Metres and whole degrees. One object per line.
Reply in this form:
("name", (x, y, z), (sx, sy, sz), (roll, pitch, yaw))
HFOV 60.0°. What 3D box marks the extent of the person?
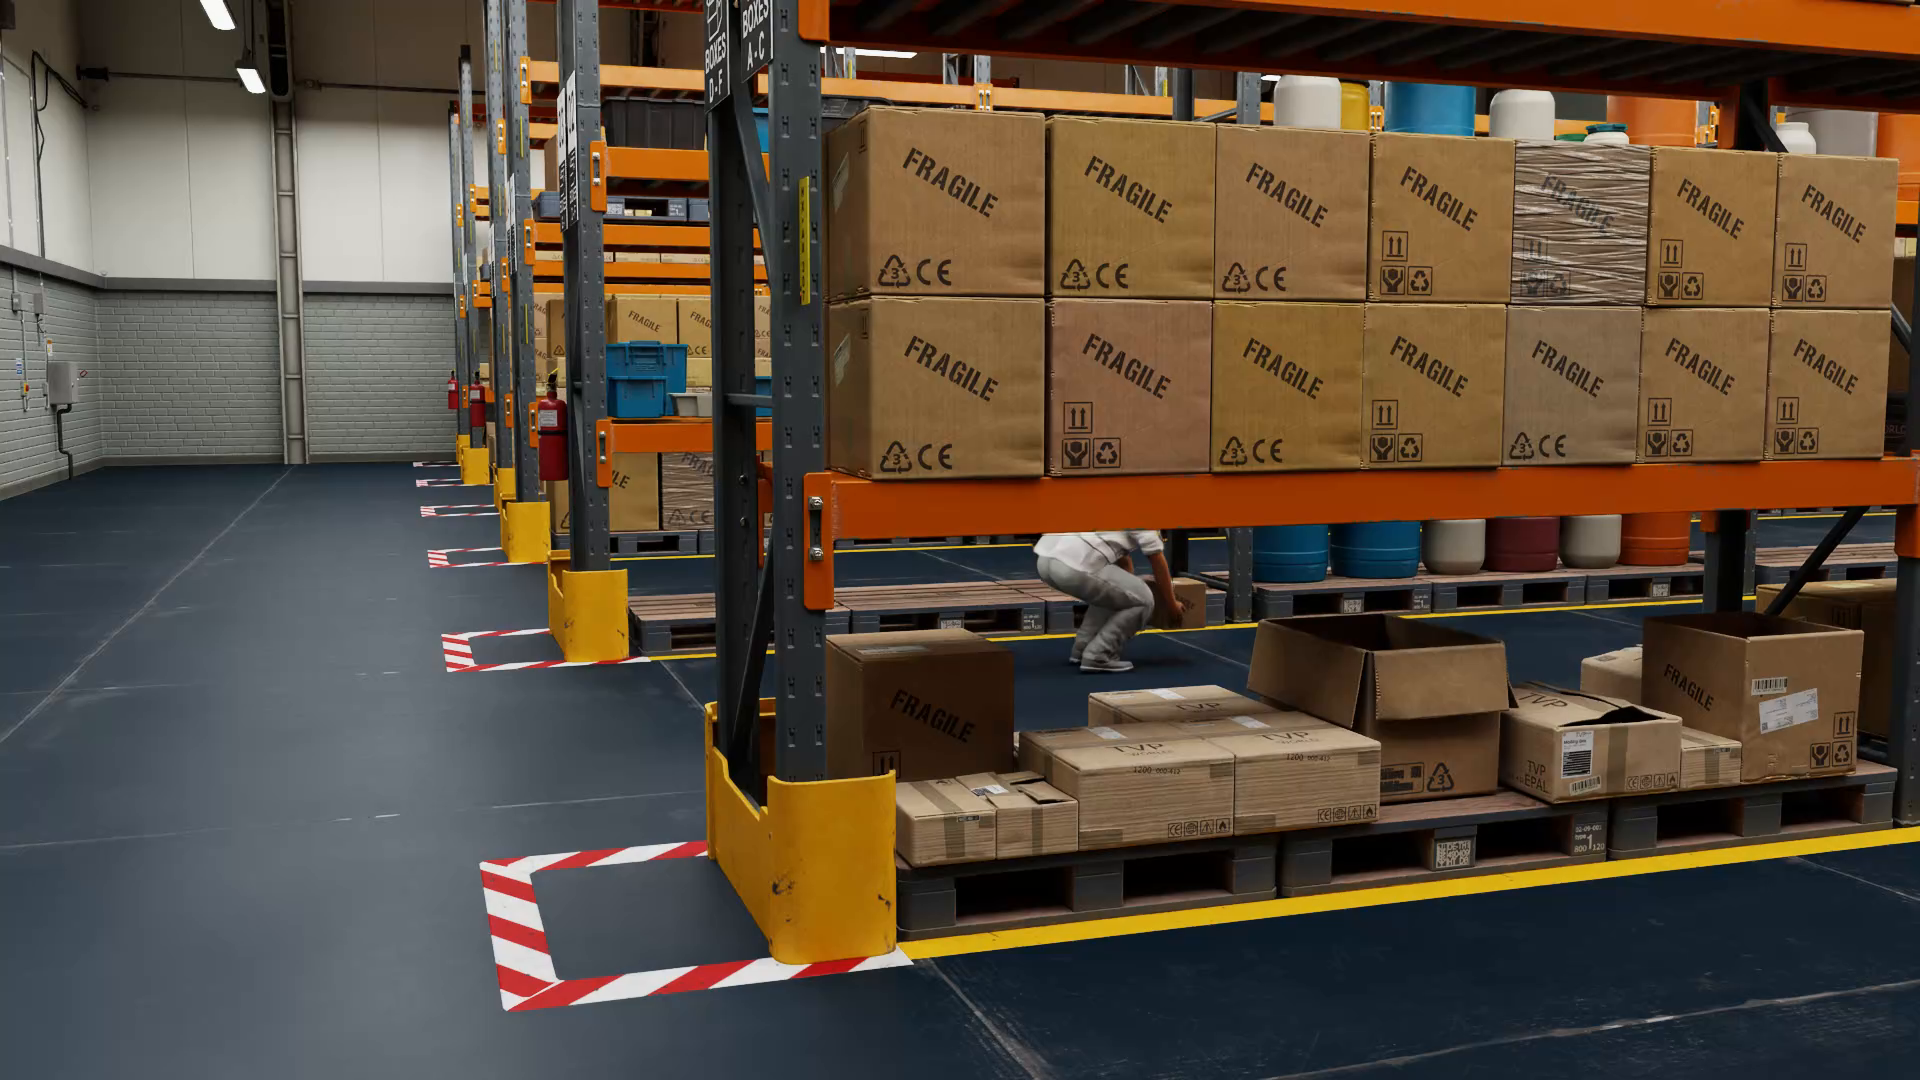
("person", (0.808, 0.161, 8.979), (0.832, 1.061, 0.532), (-2, 6, -19))
